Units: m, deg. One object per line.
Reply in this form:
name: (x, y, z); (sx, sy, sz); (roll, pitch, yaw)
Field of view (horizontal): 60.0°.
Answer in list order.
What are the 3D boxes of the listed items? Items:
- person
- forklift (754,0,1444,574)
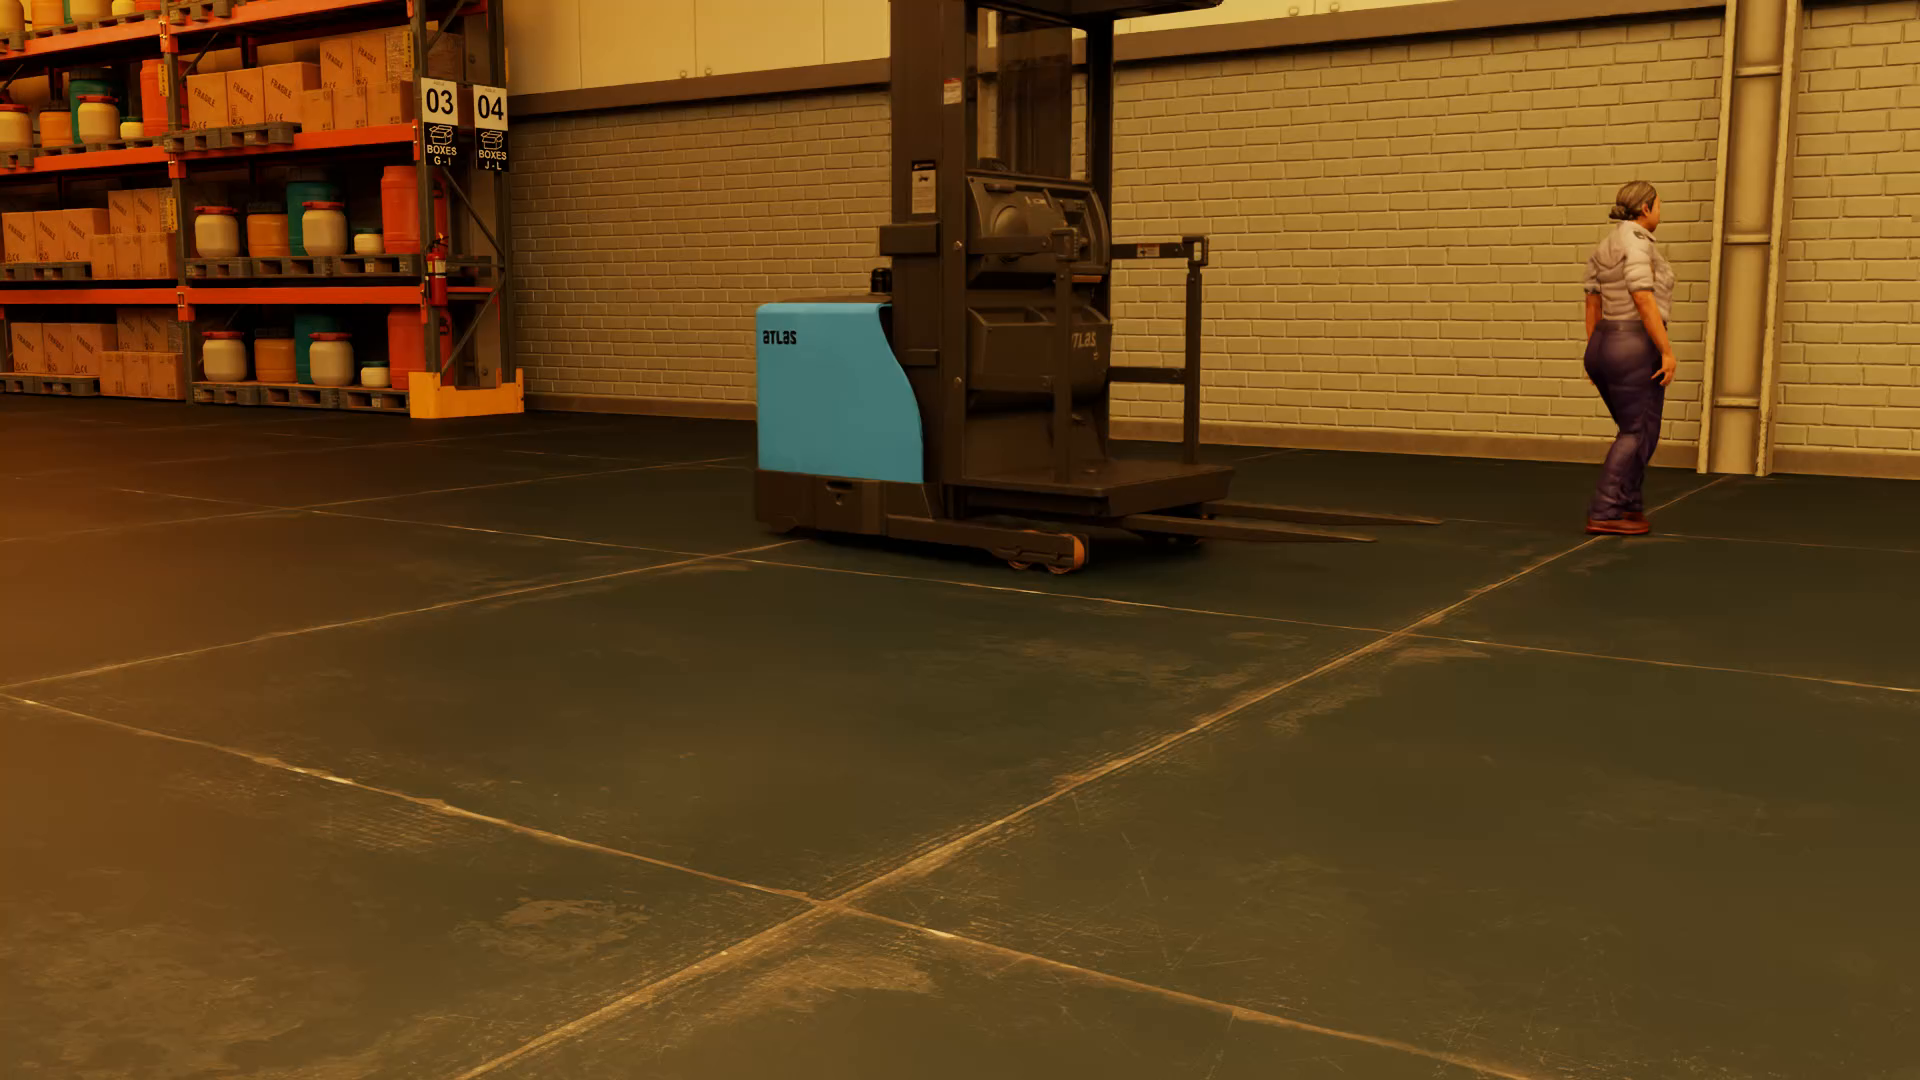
person: (3.188, -0.826, 7.812); (0.520, 1.691, 0.577); (0, 8, -3)
forklift: (0.509, -1.397, 7.018); (3.031, 2.935, 1.130); (6, 10, 38)
